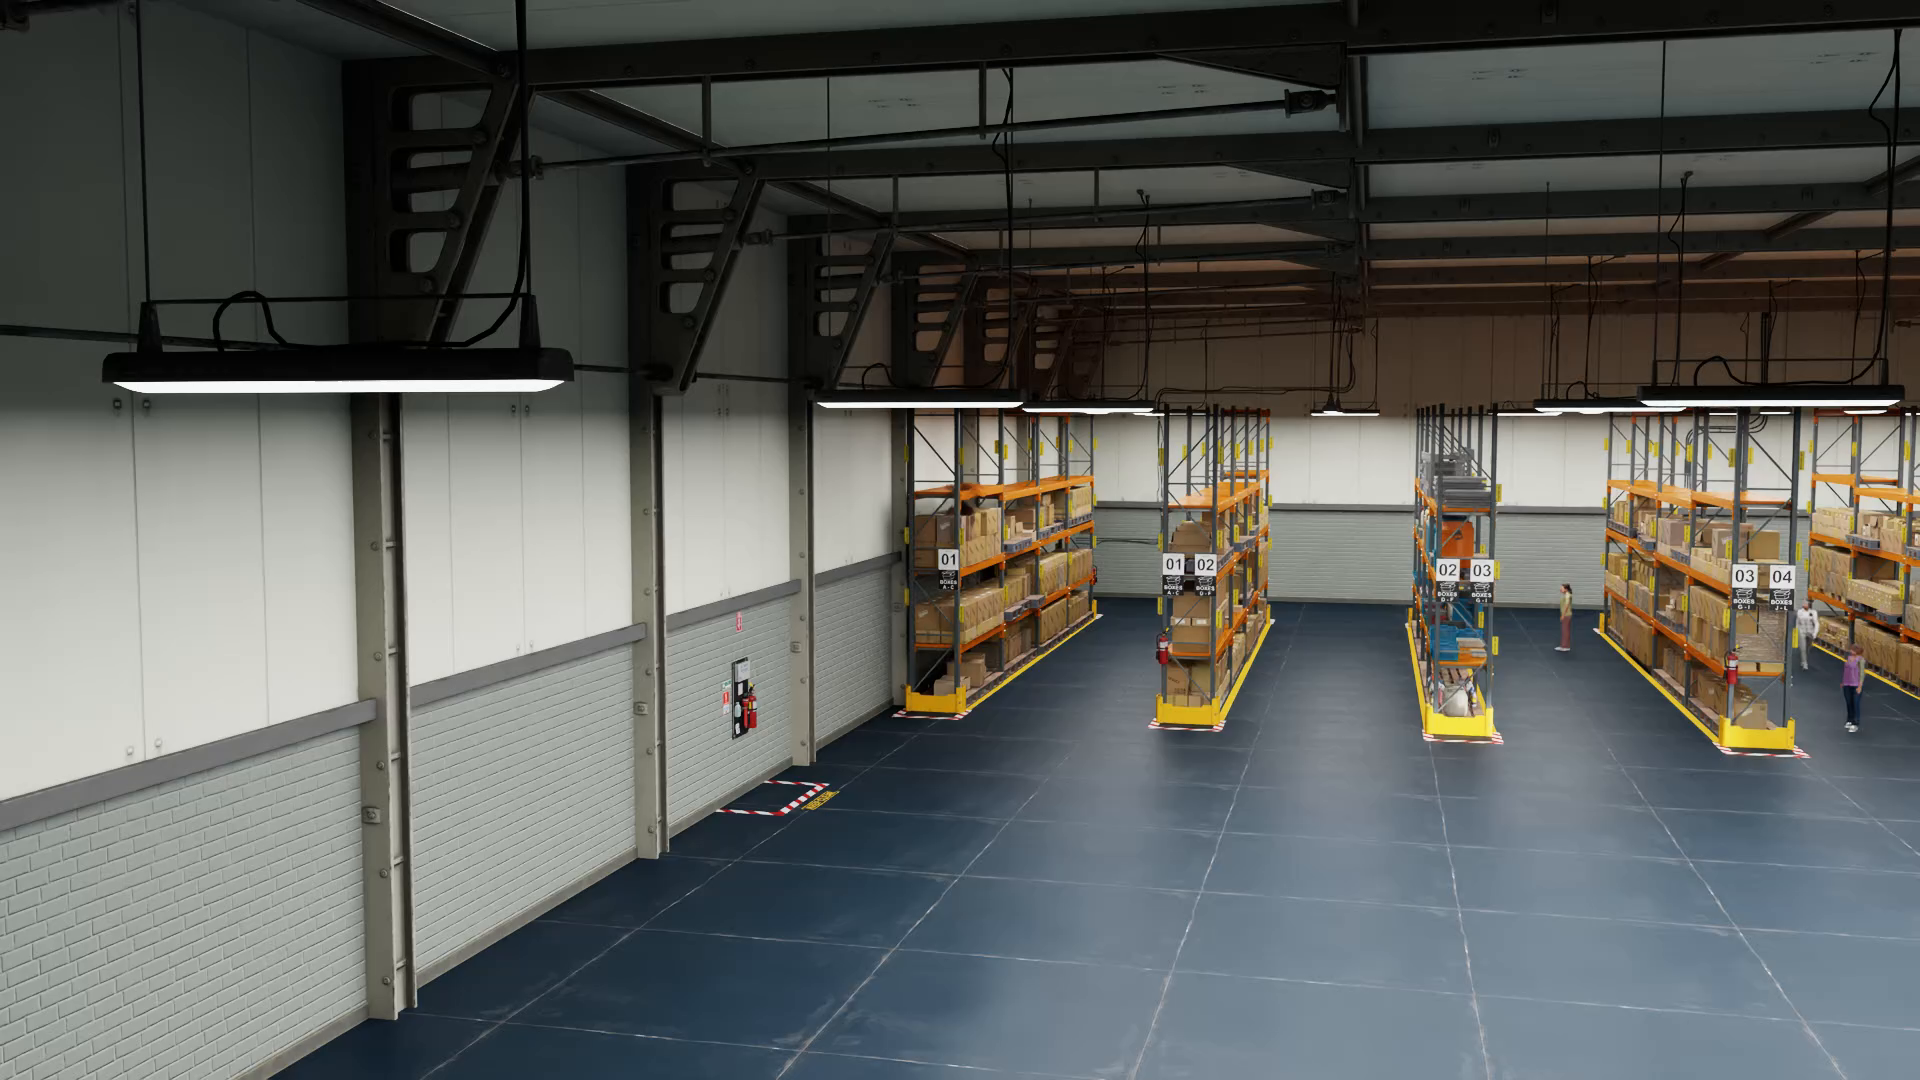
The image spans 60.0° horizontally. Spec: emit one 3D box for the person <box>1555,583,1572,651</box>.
[{"bbox_3d":[14.888,1.894,40.989,0.382,1.684,0.457,1,4,18],"label":"person"}]

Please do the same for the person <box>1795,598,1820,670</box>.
[{"bbox_3d":[19.374,2.127,38.016,0.424,1.634,0.996,1,4,11],"label":"person"}]

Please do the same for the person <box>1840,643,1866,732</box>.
[{"bbox_3d":[16.460,2.706,30.644,0.486,1.617,0.430,-3,5,-32],"label":"person"}]
